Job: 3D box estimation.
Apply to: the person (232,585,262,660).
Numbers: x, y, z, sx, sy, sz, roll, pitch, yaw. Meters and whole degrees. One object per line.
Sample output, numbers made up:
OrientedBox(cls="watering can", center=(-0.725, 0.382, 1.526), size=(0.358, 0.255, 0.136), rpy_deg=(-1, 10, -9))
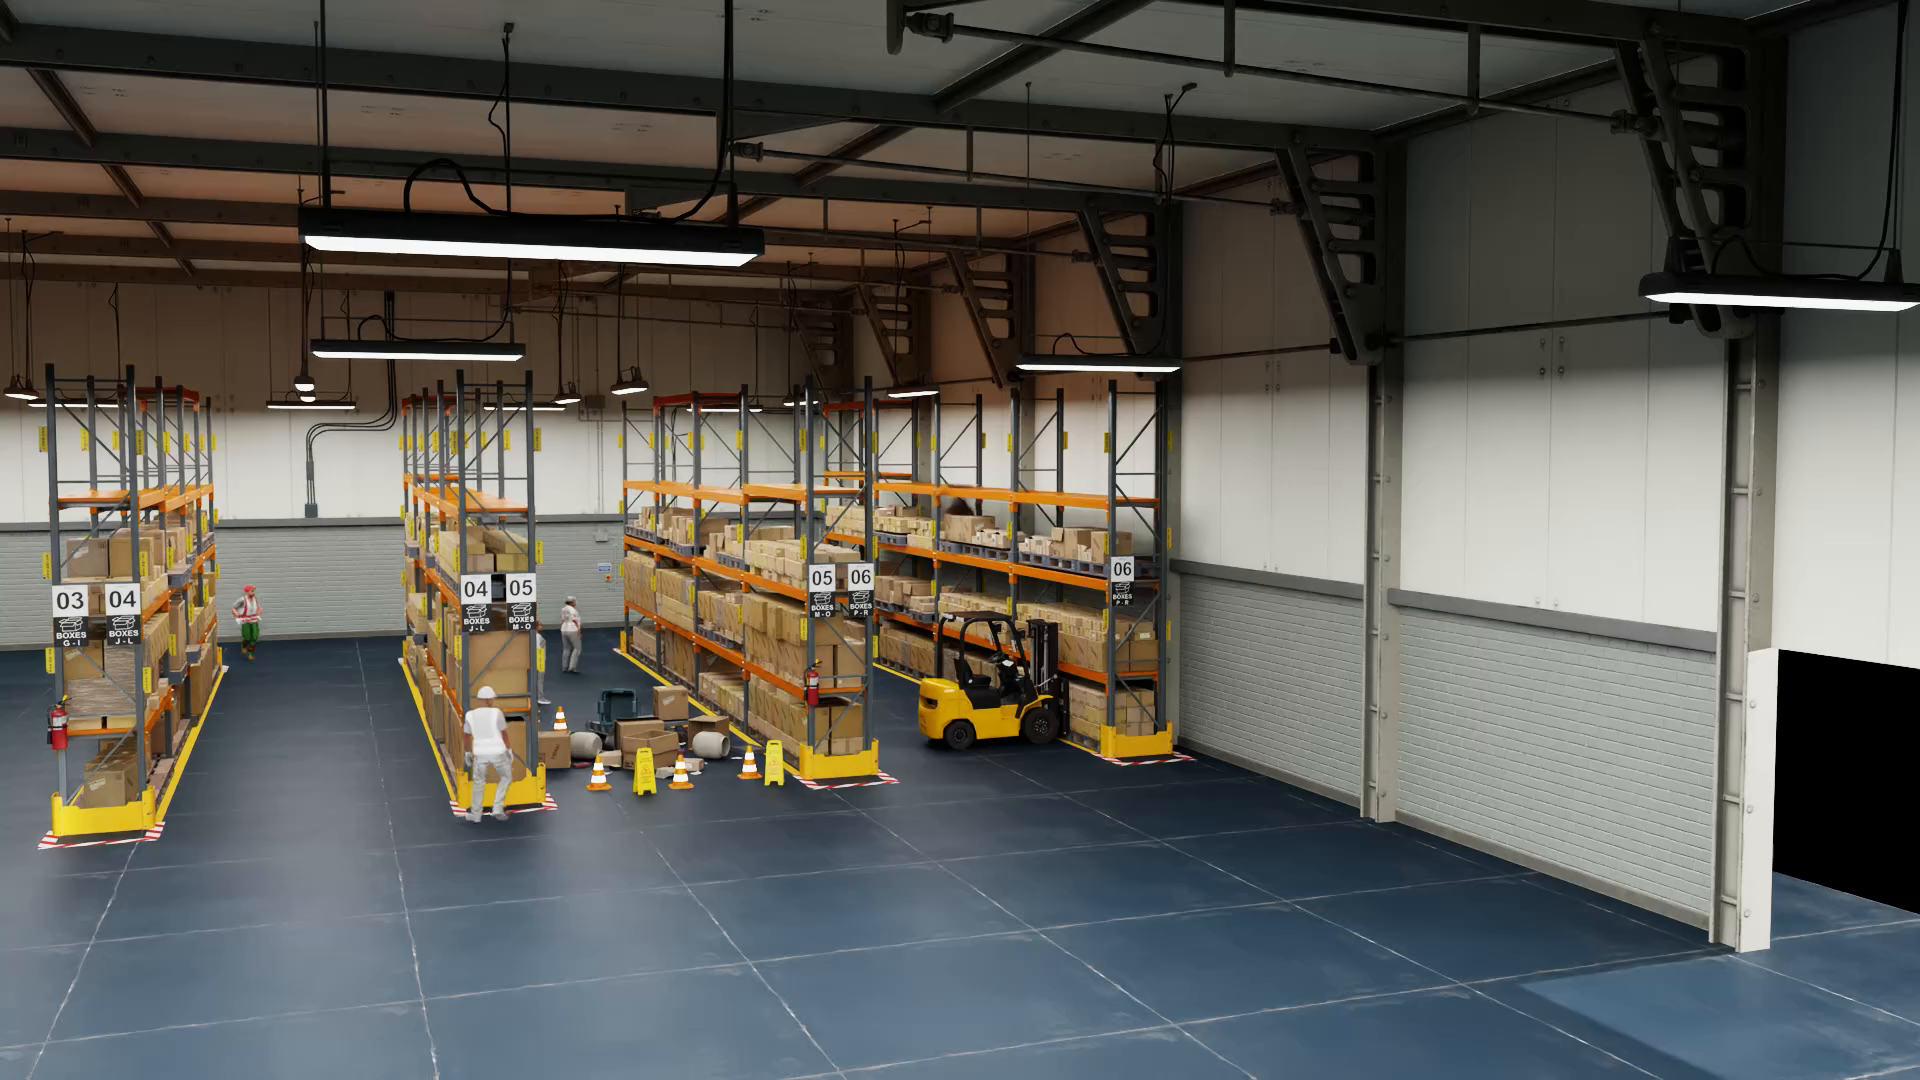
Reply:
OrientedBox(cls="person", center=(-16.479, 1.900, 38.432), size=(0.681, 1.733, 0.567), rpy_deg=(-3, 4, -39))

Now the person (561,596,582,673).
OrientedBox(cls="person", center=(-8.478, 2.046, 36.232), size=(0.404, 1.679, 0.541), rpy_deg=(-3, 5, -45))

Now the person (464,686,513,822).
OrientedBox(cls="person", center=(-6.212, 2.820, 21.861), size=(0.662, 1.786, 0.409), rpy_deg=(0, 3, -2))

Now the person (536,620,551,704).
OrientedBox(cls="person", center=(-8.115, 2.338, 31.972), size=(0.474, 1.603, 0.369), rpy_deg=(3, 5, 44))
